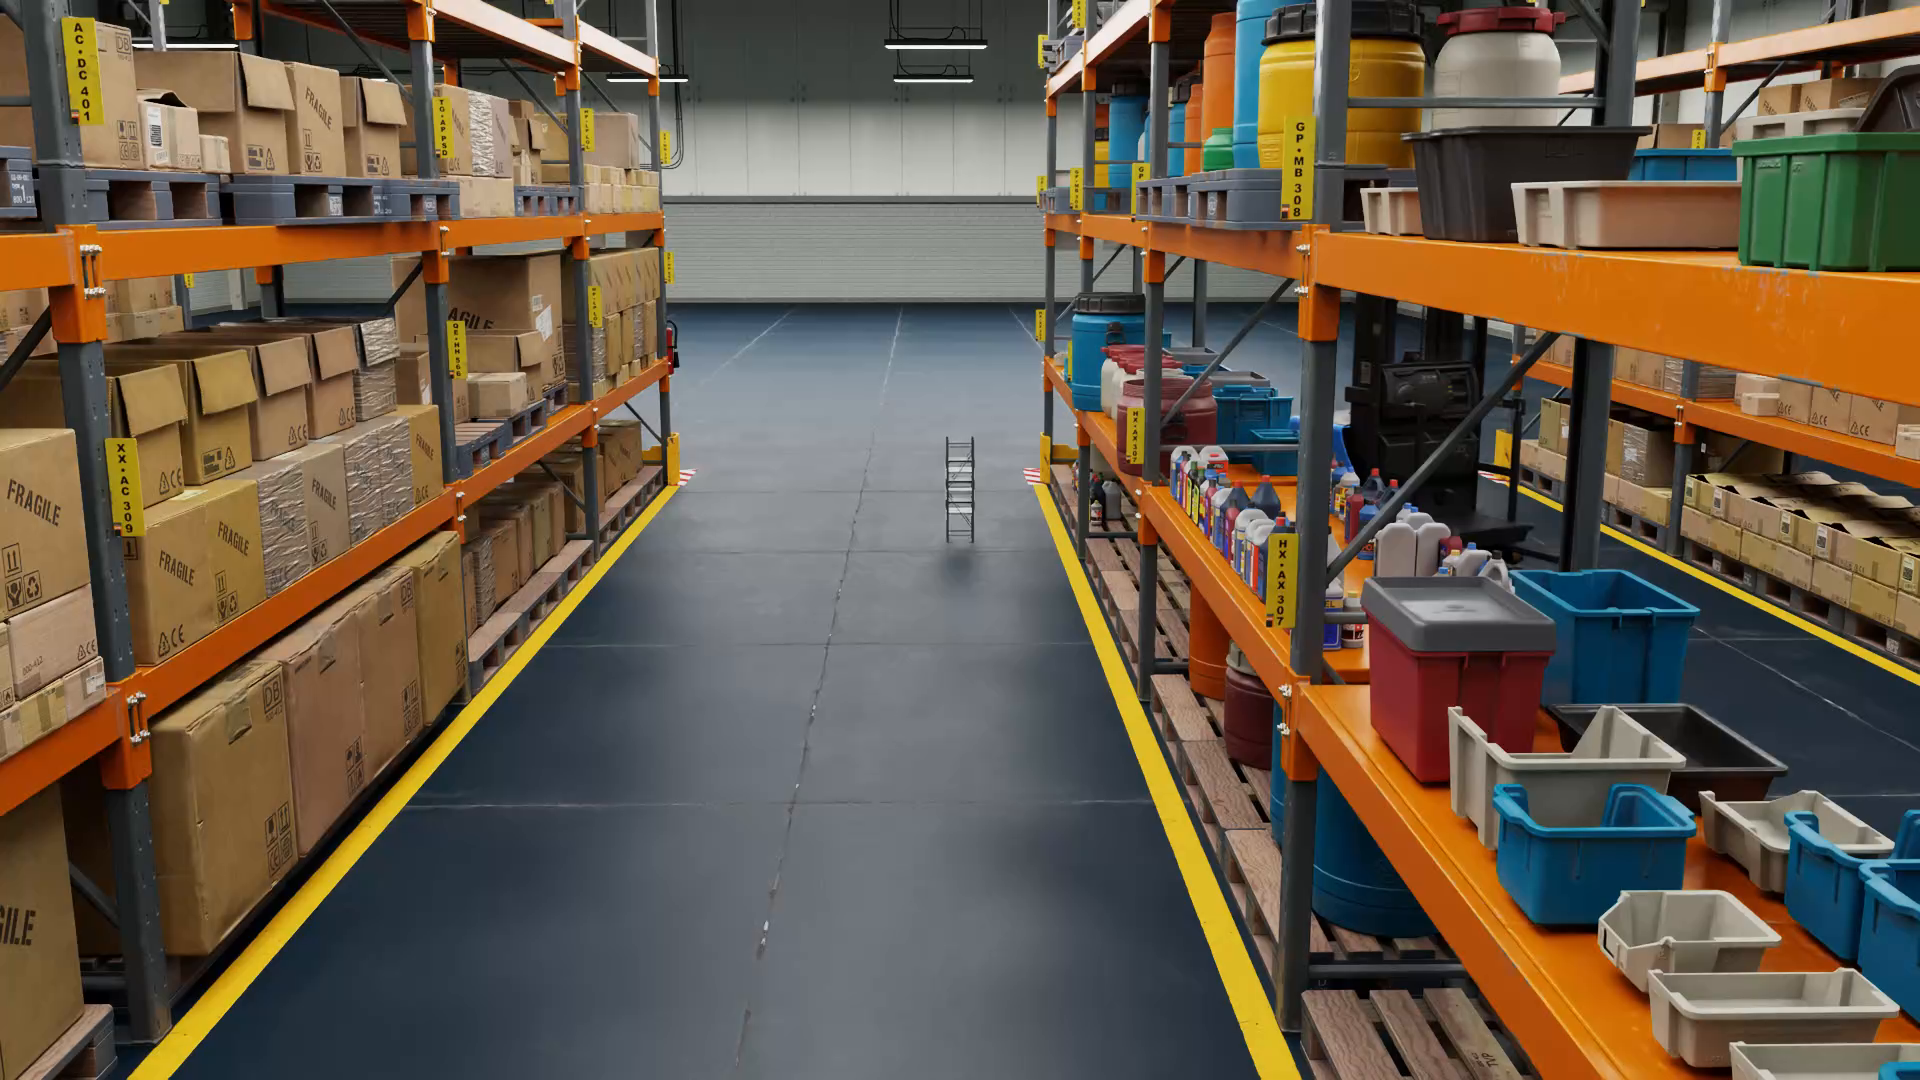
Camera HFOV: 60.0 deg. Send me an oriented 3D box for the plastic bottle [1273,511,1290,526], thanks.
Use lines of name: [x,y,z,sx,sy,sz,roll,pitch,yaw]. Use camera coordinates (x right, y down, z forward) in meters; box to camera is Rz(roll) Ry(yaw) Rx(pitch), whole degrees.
plastic bottle: [1.409,0.009,7.296,0.097,0.271,0.097,0,11,0]

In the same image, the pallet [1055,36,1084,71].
pallet: [1.403,-4.376,14.978,1.003,0.211,1.213,0,11,-1]

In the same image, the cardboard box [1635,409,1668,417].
cardboard box: [6.699,-0.955,15.695,0.500,0.500,0.500,0,11,-1]

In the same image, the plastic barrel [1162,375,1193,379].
plastic barrel: [1.324,-0.781,10.584,0.421,0.512,0.421,0,11,0]

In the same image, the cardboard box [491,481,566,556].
cardboard box: [-3.485,-0.166,13.013,0.700,0.500,0.500,-1,12,-6]

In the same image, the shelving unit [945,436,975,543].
shelving unit: [0.000,-0.439,14.462,0.258,0.900,0.210,0,11,-1]

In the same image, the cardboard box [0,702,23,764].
cardboard box: [-2.966,0.577,4.801,0.380,0.149,0.250,0,11,-2]

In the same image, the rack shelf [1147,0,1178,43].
rack shelf: [1.600,-2.517,7.147,1.077,0.370,4.000,0,11,-1]

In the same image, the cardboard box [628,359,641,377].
cardboard box: [-3.210,-1.616,15.612,0.380,0.149,0.250,0,11,-1]

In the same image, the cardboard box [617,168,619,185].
cardboard box: [-3.279,-3.265,14.941,0.380,0.149,0.250,0,11,0]

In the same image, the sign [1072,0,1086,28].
sign: [0.926,-4.155,12.935,0.100,0.325,0.005,0,11,-1]

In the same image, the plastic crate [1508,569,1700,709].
plastic crate: [1.992,0.342,5.217,0.392,0.384,0.575,0,11,-1]

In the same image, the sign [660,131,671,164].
sign: [-3.003,-3.995,16.935,0.100,0.325,0.005,0,11,-1]

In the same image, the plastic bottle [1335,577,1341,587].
plastic bottle: [1.427,0.216,6.450,0.097,0.201,0.097,0,11,0]

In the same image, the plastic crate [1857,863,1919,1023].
plastic crate: [2.021,0.808,3.302,0.416,0.233,0.300,0,11,-1]

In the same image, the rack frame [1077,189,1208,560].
rack frame: [1.476,-1.318,13.511,1.000,3.000,0.127,0,11,-1]

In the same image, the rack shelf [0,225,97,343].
rack shelf: [-3.269,-0.427,3.385,1.077,0.370,4.000,0,11,-1]

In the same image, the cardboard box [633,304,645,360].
cardboard box: [-3.477,-1.980,15.772,0.875,0.500,0.500,0,11,-1]

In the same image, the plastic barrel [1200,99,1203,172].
plastic barrel: [1.759,-2.403,10.052,0.600,0.901,0.600,0,11,0]

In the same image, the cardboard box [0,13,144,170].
cardboard box: [-3.333,-1.547,5.790,0.700,0.500,0.500,0,11,0]

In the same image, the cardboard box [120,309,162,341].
cardboard box: [-8.434,-1.983,16.412,0.875,0.550,0.550,0,11,-1]

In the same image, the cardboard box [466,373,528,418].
cardboard box: [-3.198,-0.969,11.111,0.500,0.250,0.500,-1,11,-3]

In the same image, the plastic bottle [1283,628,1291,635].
plastic bottle: [1.259,0.207,6.289,0.061,0.283,0.133,0,11,-1]

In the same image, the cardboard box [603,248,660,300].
cardboard box: [-3.300,-2.669,16.657,0.500,0.500,0.500,0,11,-1]

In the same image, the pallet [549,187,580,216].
pallet: [-3.570,-2.552,12.524,1.213,0.211,1.003,0,11,-1]

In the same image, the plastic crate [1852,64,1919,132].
plastic crate: [1.967,-0.677,2.963,0.504,0.338,0.767,0,11,-1]

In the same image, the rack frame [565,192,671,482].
rack frame: [-3.559,-2.093,17.330,1.000,3.000,0.127,0,11,-1]

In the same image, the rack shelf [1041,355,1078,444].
rack shelf: [1.435,-1.363,15.542,1.077,0.370,4.000,0,11,-1]

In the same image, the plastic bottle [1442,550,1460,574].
plastic bottle: [2.026,0.142,6.817,0.097,0.201,0.097,0,11,0]

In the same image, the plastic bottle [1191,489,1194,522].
plastic bottle: [1.232,-0.196,8.482,0.097,0.201,0.097,0,11,0]

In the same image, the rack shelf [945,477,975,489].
rack shelf: [0.000,-0.495,14.450,0.258,0.077,0.200,0,11,-1]

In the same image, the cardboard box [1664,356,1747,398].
cardboard box: [6.413,-1.475,14.032,0.700,0.500,0.500,-1,11,-3]

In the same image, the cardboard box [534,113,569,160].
cardboard box: [-3.798,-3.706,15.482,0.500,0.500,0.500,0,11,-1]

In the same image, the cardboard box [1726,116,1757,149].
cardboard box: [6.681,-3.232,13.742,0.500,0.500,0.500,1,11,4]

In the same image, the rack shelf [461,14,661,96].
rack shelf: [-3.517,-4.281,14.845,1.077,0.370,4.000,0,11,-1]

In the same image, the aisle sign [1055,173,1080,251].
aisle sign: [1.099,-3.400,17.236,0.394,0.787,0.004,0,11,-1]

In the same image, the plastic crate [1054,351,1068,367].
plastic crate: [1.090,-1.805,16.573,0.298,0.136,0.250,0,11,-1]

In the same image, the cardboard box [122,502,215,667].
cardboard box: [-3.070,0.151,6.018,0.500,0.500,0.500,0,11,-1]

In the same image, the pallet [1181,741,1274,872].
pallet: [1.639,1.242,7.905,1.003,0.211,1.213,0,11,-1]

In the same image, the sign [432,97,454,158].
sign: [-2.838,-2.265,9.137,0.100,0.325,0.005,0,11,-1]

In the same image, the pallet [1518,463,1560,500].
pallet: [6.403,-0.614,17.055,1.003,0.211,1.213,0,11,-1]

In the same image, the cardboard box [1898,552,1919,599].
cardboard box: [6.254,0.221,10.372,0.500,0.311,0.500,0,11,0]

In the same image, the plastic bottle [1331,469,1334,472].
plastic bottle: [1.982,-0.278,8.884,0.097,0.201,0.097,0,11,0]

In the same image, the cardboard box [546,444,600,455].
cardboard box: [-3.555,-0.595,15.178,0.500,0.500,0.500,-1,12,-6]

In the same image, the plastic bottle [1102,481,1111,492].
plastic bottle: [1.318,-0.369,14.579,0.152,0.276,0.135,0,11,-1]

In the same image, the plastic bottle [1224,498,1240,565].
plastic bottle: [1.234,-0.039,7.500,0.061,0.283,0.133,0,11,-1]

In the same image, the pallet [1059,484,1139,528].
pallet: [1.476,-0.328,15.645,1.003,0.211,1.213,0,11,-1]

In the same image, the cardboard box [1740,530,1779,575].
cardboard box: [6.212,0.090,12.430,0.500,0.250,0.500,-1,11,-3]

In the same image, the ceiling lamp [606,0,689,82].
ceiling lamp: [-7.719,-12.935,41.002,2.000,3.185,0.800,0,11,-1]

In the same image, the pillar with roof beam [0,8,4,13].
pillar with roof beam: [-15.384,-8.425,33.452,9.100,9.000,0.548,0,11,-1]

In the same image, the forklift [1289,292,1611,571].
forklift: [3.918,-1.245,13.323,1.130,2.935,3.031,-5,13,-24]

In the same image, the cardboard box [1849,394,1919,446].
cardboard box: [6.460,-0.925,11.322,0.500,0.500,0.500,-1,11,-4]

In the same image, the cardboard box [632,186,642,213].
cardboard box: [-3.279,-3.193,15.588,0.500,0.250,0.500,0,11,0]

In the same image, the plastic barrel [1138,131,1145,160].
plastic barrel: [1.663,-3.135,13.586,0.421,0.512,0.421,0,11,0]

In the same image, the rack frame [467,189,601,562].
rack frame: [-3.476,-1.298,13.410,1.000,3.000,0.127,0,11,-1]

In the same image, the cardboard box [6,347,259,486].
cardboard box: [-3.335,-0.511,6.760,0.797,0.503,0.637,0,11,-1]

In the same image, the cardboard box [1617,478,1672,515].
cardboard box: [6.200,-0.386,14.779,0.500,0.250,0.500,0,11,-1]

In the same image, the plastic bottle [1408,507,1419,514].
plastic bottle: [2.014,-0.011,7.395,0.097,0.271,0.097,0,11,0]

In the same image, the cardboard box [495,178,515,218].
cardboard box: [-3.179,-2.198,10.680,0.500,0.250,0.500,0,11,0]
